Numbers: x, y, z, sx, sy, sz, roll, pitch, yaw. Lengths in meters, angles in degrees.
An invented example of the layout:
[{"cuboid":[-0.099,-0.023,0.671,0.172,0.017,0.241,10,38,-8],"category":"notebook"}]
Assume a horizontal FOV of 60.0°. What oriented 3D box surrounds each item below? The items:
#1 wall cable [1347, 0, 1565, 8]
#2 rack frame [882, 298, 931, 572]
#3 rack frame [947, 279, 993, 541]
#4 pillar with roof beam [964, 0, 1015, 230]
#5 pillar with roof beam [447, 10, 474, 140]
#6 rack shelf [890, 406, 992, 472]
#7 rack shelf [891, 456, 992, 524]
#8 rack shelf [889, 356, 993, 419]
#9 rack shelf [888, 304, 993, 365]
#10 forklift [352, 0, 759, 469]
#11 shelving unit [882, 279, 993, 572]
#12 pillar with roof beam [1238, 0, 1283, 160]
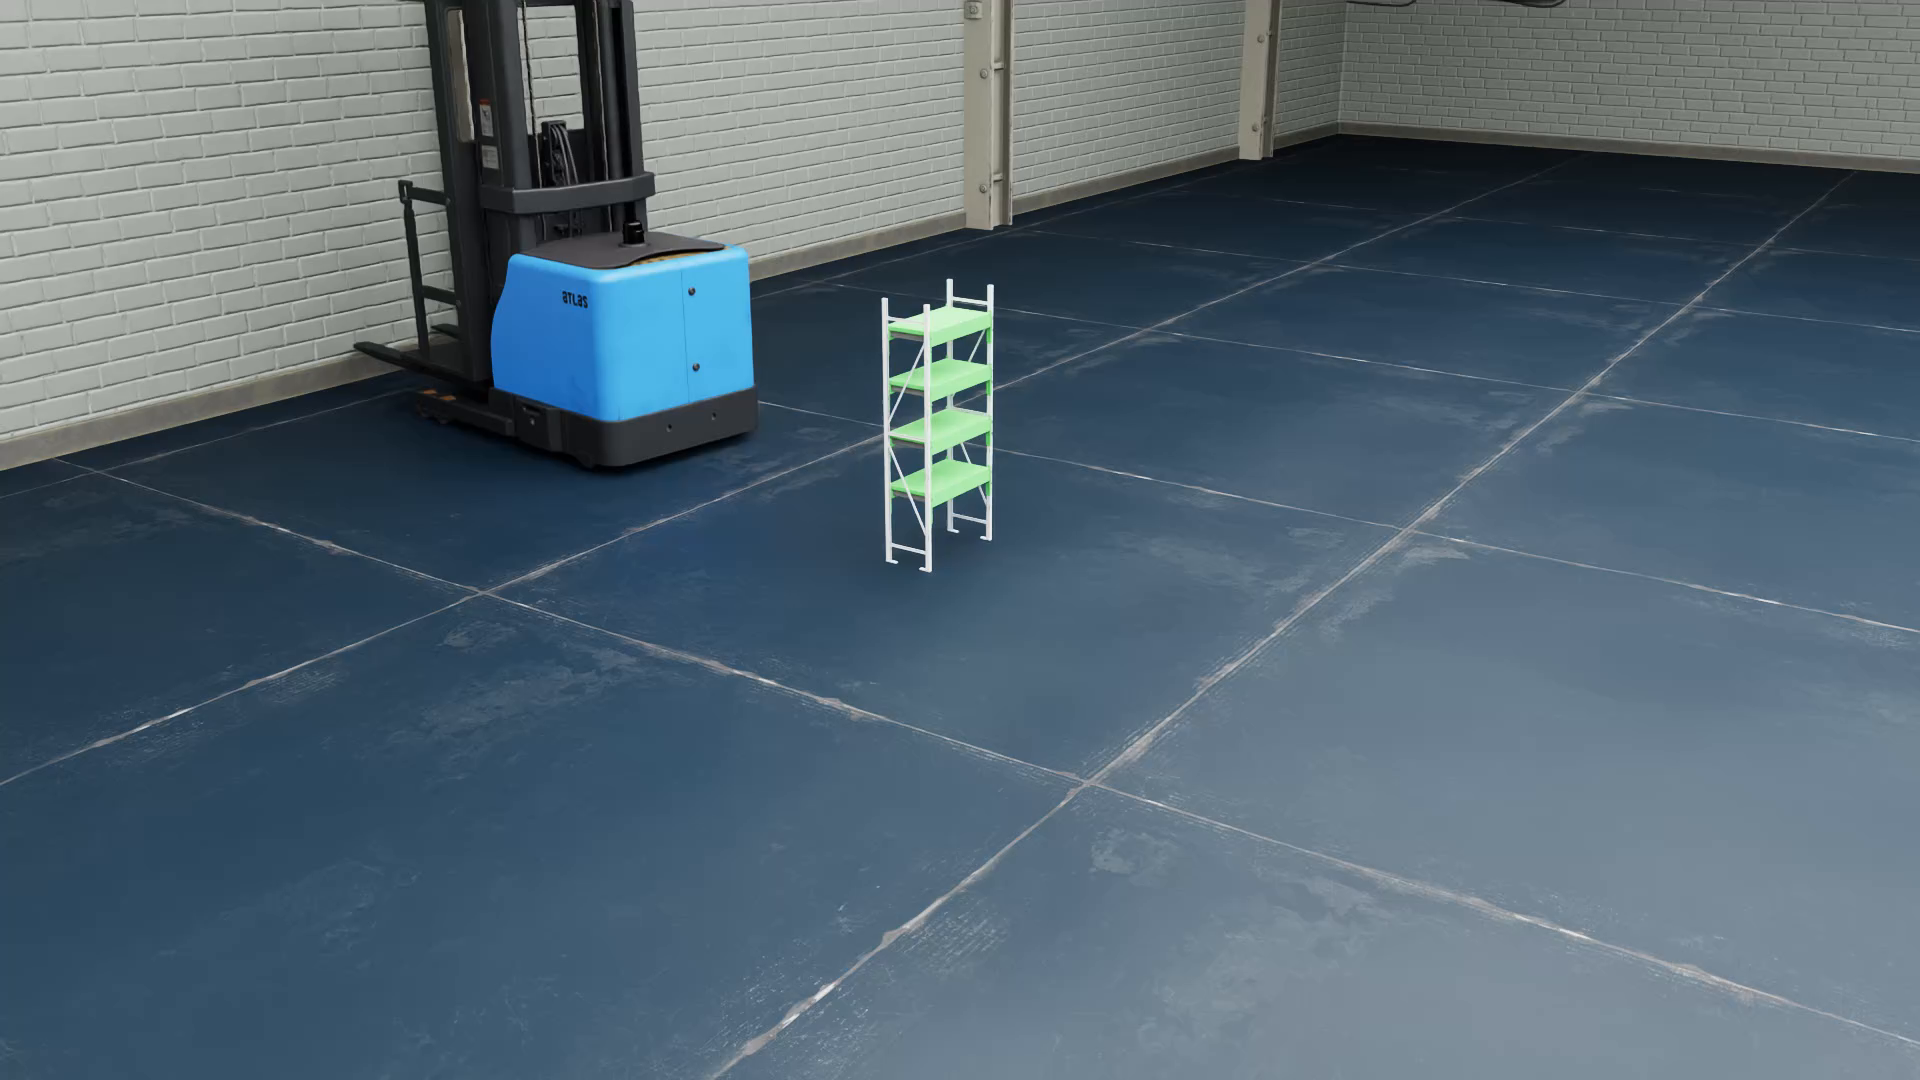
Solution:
[{"cuboid":[6.390,-8.075,21.099,3.097,2.526,0.112,13,24,32],"category":"wall cable"},{"cuboid":[-0.230,-0.445,7.239,0.240,1.200,0.015,13,24,32],"category":"rack frame"},{"cuboid":[0.044,-0.585,7.618,0.240,1.200,0.015,13,24,32],"category":"rack frame"},{"cuboid":[3.827,-6.383,12.049,9.100,9.000,0.400,13,24,32],"category":"pillar with roof beam"},{"cuboid":[0.455,-4.661,7.395,9.100,9.000,0.400,13,24,32],"category":"pillar with roof beam"},{"cuboid":[-0.093,-0.455,7.451,0.258,0.148,0.480,13,24,32],"category":"rack shelf"},{"cuboid":[-0.093,-0.230,7.534,0.258,0.148,0.480,13,24,32],"category":"rack shelf"},{"cuboid":[-0.093,-0.680,7.367,0.258,0.148,0.480,13,24,32],"category":"rack shelf"},{"cuboid":[-0.093,-0.905,7.284,0.258,0.148,0.480,13,24,32],"category":"rack shelf"},{"cuboid":[-2.551,-2.157,9.372,3.031,2.935,1.130,17,27,39],"category":"forklift"},{"cuboid":[-0.093,-0.515,7.428,0.258,1.200,0.503,13,24,32],"category":"shelving unit"},{"cuboid":[7.200,-8.104,16.703,9.100,9.000,0.400,13,24,32],"category":"pillar with roof beam"}]
